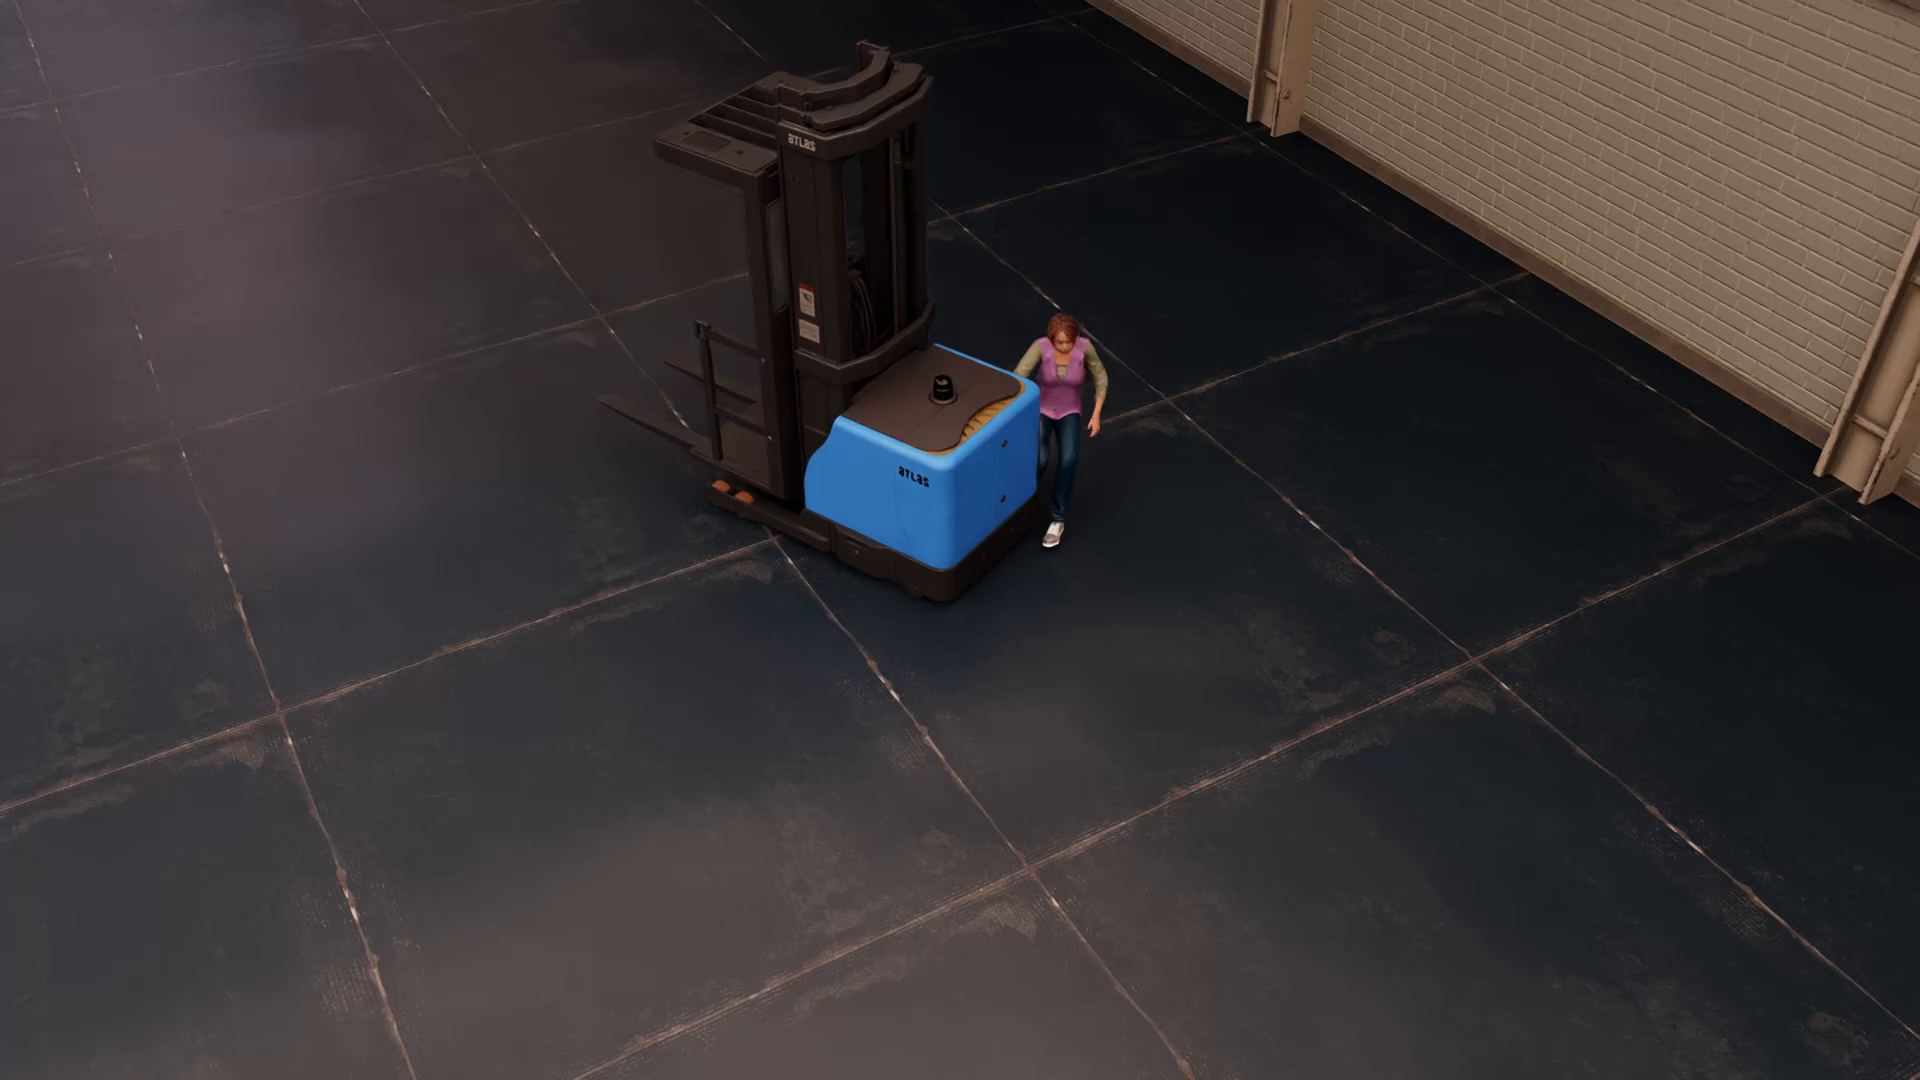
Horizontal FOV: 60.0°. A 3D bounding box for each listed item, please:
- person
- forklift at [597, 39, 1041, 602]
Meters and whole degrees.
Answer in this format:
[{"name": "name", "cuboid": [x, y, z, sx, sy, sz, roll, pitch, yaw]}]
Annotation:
[{"name": "person", "cuboid": [0.599, -0.681, 10.132, 0.665, 1.400, 0.778, -4, 40, -4]}, {"name": "forklift", "cuboid": [-1.006, -1.517, 9.865, 3.031, 2.935, 1.130, 24, 46, 27]}]
